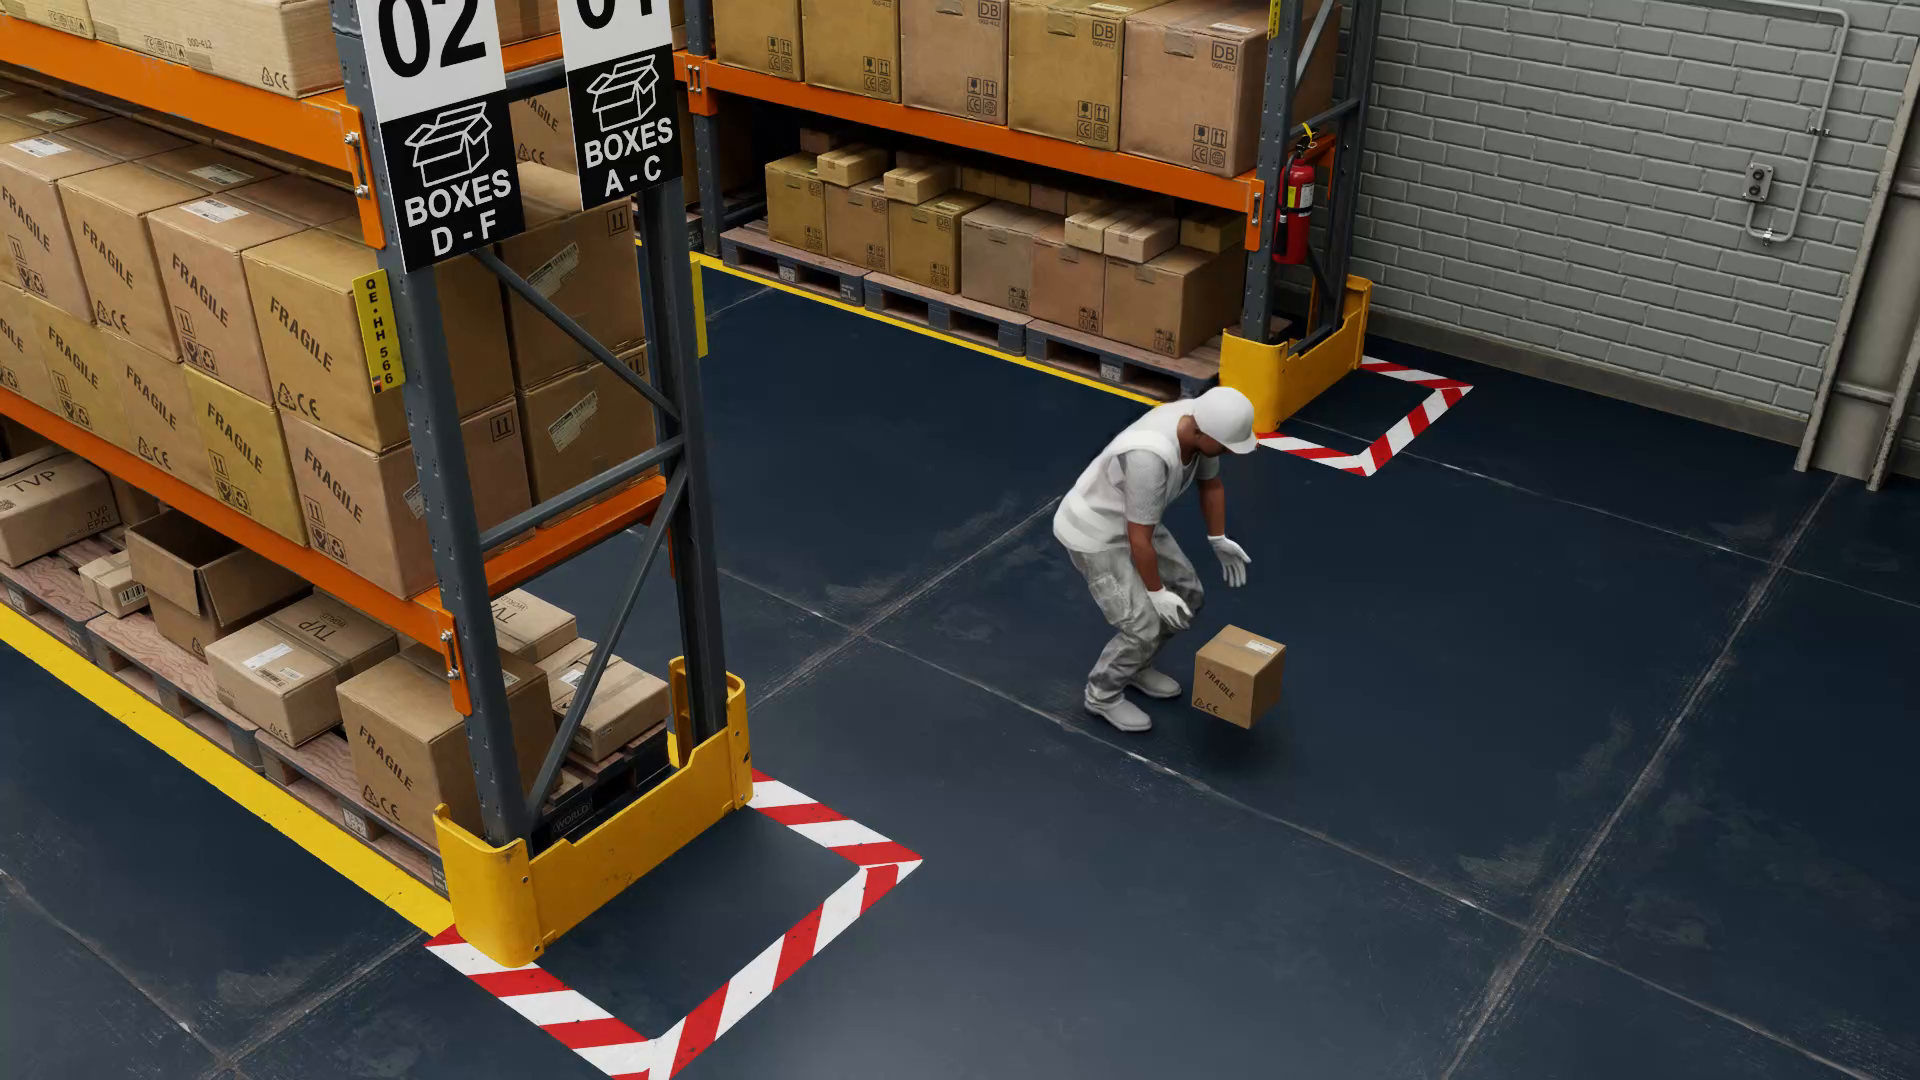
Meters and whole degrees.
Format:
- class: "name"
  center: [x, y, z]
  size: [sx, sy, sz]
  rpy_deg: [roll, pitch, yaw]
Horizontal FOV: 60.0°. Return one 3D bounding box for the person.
- class: "person"
  center: [0.746, 0.016, 6.393]
  size: [0.737, 1.470, 0.611]
  rpy_deg: [21, 37, 32]
